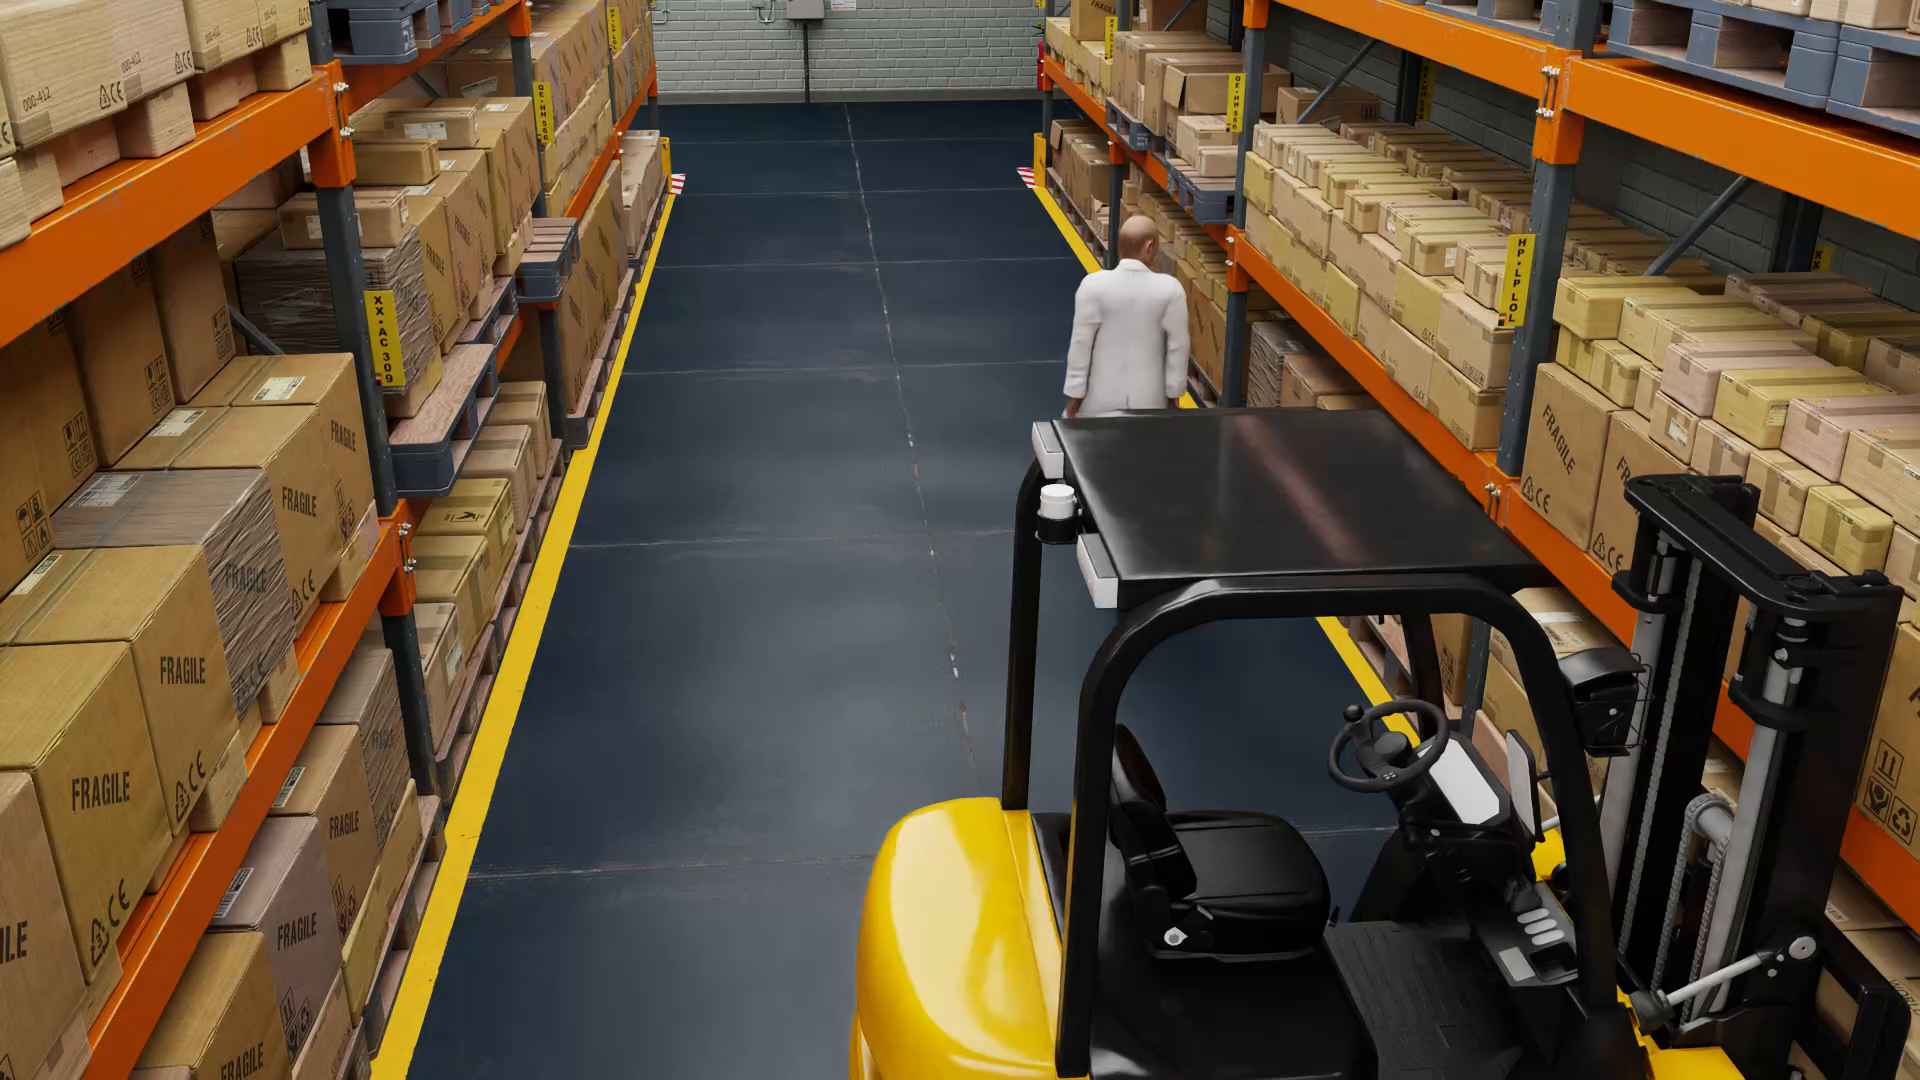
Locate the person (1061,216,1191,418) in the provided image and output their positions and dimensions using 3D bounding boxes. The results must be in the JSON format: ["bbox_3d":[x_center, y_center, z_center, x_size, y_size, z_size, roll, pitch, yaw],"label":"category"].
[{"bbox_3d":[0.807,-0.632,8.287,0.616,1.577,0.484,-1,23,-2],"label":"person"}]
